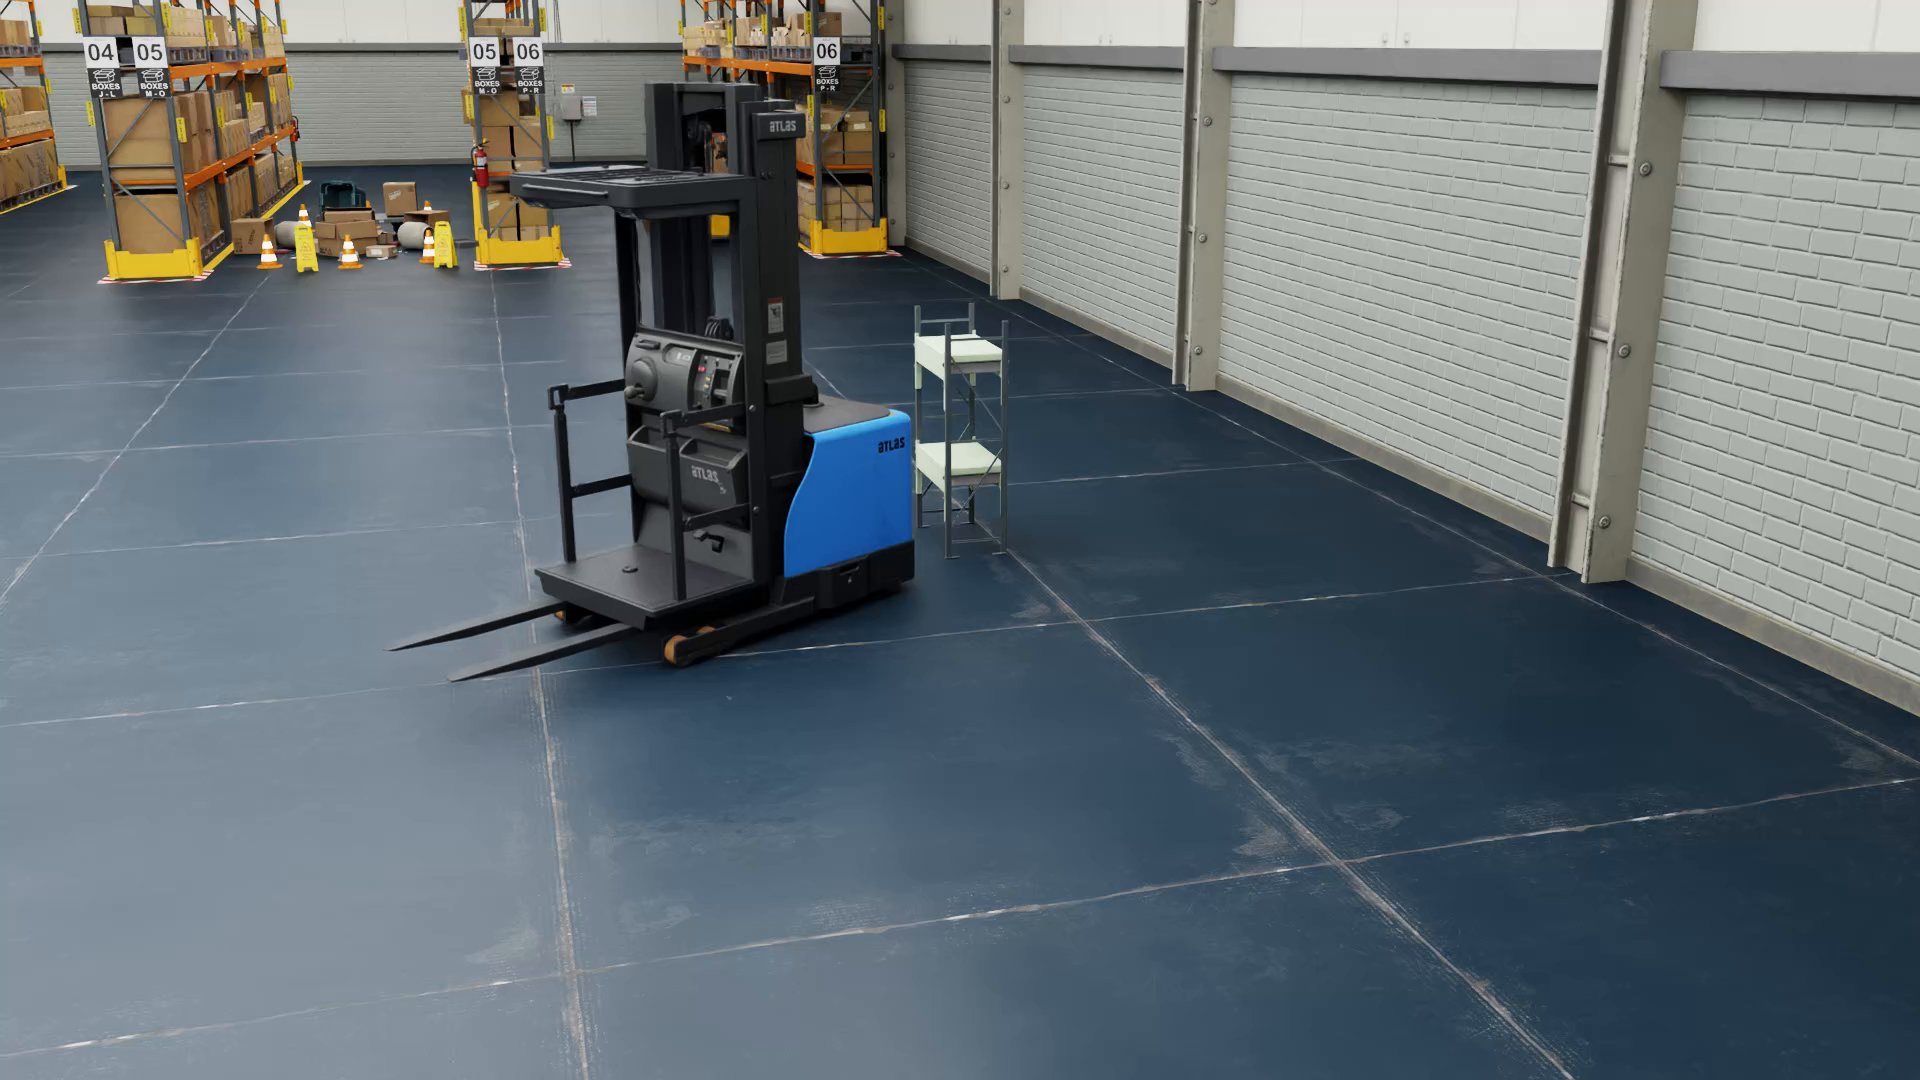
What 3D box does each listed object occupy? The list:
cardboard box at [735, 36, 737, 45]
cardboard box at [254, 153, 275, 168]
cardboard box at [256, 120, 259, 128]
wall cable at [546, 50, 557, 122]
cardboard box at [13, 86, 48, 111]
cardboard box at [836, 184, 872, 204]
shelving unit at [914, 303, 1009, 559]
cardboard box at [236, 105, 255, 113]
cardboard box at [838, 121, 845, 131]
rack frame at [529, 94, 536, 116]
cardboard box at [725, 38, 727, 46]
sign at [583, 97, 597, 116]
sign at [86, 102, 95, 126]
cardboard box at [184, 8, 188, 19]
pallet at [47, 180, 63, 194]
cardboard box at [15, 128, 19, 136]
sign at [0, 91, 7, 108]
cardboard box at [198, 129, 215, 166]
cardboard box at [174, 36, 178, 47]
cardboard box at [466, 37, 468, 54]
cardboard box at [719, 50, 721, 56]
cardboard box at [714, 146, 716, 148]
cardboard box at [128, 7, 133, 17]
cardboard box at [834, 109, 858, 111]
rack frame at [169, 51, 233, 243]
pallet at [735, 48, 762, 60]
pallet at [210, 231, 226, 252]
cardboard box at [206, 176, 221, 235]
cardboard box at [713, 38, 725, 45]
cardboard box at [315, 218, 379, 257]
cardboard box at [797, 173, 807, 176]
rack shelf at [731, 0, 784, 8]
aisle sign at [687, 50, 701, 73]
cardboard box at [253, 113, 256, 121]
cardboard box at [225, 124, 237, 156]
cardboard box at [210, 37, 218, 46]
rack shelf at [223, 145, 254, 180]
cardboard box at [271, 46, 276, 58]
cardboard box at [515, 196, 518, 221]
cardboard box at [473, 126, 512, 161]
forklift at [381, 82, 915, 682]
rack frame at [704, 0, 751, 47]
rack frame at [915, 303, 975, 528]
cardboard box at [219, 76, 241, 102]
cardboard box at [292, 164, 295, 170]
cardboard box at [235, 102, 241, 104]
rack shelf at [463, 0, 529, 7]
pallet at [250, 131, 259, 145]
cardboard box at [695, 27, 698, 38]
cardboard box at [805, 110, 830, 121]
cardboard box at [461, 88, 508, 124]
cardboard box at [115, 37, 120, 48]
[{"bbox_3d":[-4.132,-9.620,32.053,0.380,0.166,0.250,-5,17,-15],"label":"cardboard box"},{"bbox_3d":[-14.090,-7.638,33.476,0.500,0.250,0.500,-5,17,-17],"label":"cardboard box"},{"bbox_3d":[-13.877,-8.087,32.368,0.380,0.149,0.250,-4,17,-13],"label":"cardboard box"},{"bbox_3d":[-11.117,-12.146,44.408,0.588,1.984,0.122,-5,17,-15],"label":"wall cable"},{"bbox_3d":[-20.047,-9.519,35.867,0.500,0.500,0.500,-4,17,-15],"label":"cardboard box"},{"bbox_3d":[-1.687,-5.465,26.244,0.500,0.250,0.500,-5,17,-16],"label":"cardboard box"},{"bbox_3d":[0.002,-0.716,10.730,0.431,1.500,0.755,-5,17,-15],"label":"shelving unit"},{"bbox_3d":[-13.807,-8.296,32.028,0.380,0.149,0.250,-5,17,-16],"label":"cardboard box"},{"bbox_3d":[-1.710,-6.490,26.044,0.380,0.149,0.250,-5,17,-15],"label":"cardboard box"},{"bbox_3d":[-7.608,-6.667,27.934,1.000,3.000,0.127,-5,17,-15],"label":"rack frame"},{"bbox_3d":[-4.593,-10.160,33.914,0.380,0.149,0.250,-4,17,-14],"label":"cardboard box"},{"bbox_3d":[-10.000,-11.721,44.923,0.329,0.494,0.001,-5,17,-15],"label":"sign"},{"bbox_3d":[-11.766,-5.770,22.524,0.100,0.325,0.005,-5,17,-15],"label":"sign"},{"bbox_3d":[-11.515,-7.699,24.302,0.380,0.149,0.250,-4,17,-15],"label":"cardboard box"},{"bbox_3d":[-20.139,-7.652,36.061,1.003,0.211,1.213,-5,17,-15],"label":"pallet"},{"bbox_3d":[-19.242,-8.230,33.572,0.380,0.149,0.250,-4,17,-13],"label":"cardboard box"},{"bbox_3d":[-18.816,-8.659,32.689,0.100,0.325,0.005,-5,17,-15],"label":"sign"},{"bbox_3d":[-12.054,-6.068,25.679,0.875,0.550,0.550,-5,17,-15],"label":"cardboard box"},{"bbox_3d":[-11.165,-6.967,23.249,0.380,0.149,0.250,-5,17,-15],"label":"cardboard box"},{"bbox_3d":[-7.192,-7.471,25.138,0.500,0.250,0.500,-4,17,-14],"label":"cardboard box"},{"bbox_3d":[-5.418,-10.666,36.468,0.380,0.149,0.250,-5,17,-16],"label":"cardboard box"},{"bbox_3d":[-6.057,-9.209,40.004,0.797,0.503,0.637,-5,18,-17],"label":"cardboard box"},{"bbox_3d":[-12.008,-7.507,23.661,0.380,0.149,0.250,-5,17,-16],"label":"cardboard box"},{"bbox_3d":[-1.803,-6.782,26.496,0.380,0.149,0.250,-5,17,-15],"label":"cardboard box"},{"bbox_3d":[-12.339,-6.248,26.538,1.000,3.000,0.127,-5,17,-15],"label":"rack frame"},{"bbox_3d":[-3.663,-9.333,31.921,1.213,0.211,1.003,-4,17,-13],"label":"pallet"},{"bbox_3d":[-12.206,-4.696,26.218,1.003,0.211,1.213,-5,17,-15],"label":"pallet"},{"bbox_3d":[-12.234,-5.252,26.185,0.875,0.875,0.875,-4,17,-14],"label":"cardboard box"},{"bbox_3d":[-4.888,-10.302,34.352,0.380,0.149,0.250,-4,17,-14],"label":"cardboard box"},{"bbox_3d":[-9.425,-4.651,25.560,0.637,0.503,0.797,11,20,32],"label":"cardboard box"},{"bbox_3d":[-2.874,-6.123,28.433,0.500,0.250,0.500,-5,17,-15],"label":"cardboard box"},{"bbox_3d":[-3.386,-9.951,30.383,1.077,0.370,4.000,-5,17,-15],"label":"rack shelf"},{"bbox_3d":[-6.435,-11.621,39.905,0.394,0.787,0.004,-5,17,-15],"label":"aisle sign"},{"bbox_3d":[-13.812,-8.158,32.085,0.380,0.149,0.250,-4,17,-13],"label":"cardboard box"},{"bbox_3d":[-12.500,-6.741,28.004,0.500,0.500,0.500,-5,17,-16],"label":"cardboard box"},{"bbox_3d":[-12.475,-8.221,27.426,0.380,0.149,0.250,-5,17,-15],"label":"cardboard box"},{"bbox_3d":[-12.889,-6.457,28.483,1.077,0.370,4.000,-5,17,-15],"label":"rack shelf"},{"bbox_3d":[-14.682,-10.258,34.934,0.500,0.250,0.500,-4,17,-13],"label":"cardboard box"},{"bbox_3d":[-6.619,-5.200,25.795,0.500,0.500,0.500,-5,18,-17],"label":"cardboard box"},{"bbox_3d":[-6.923,-5.879,24.620,0.500,0.500,0.500,-5,17,-16],"label":"cardboard box"},{"bbox_3d":[-1.641,-0.901,8.857,1.130,2.935,3.031,15,22,41],"label":"forklift"},{"bbox_3d":[-5.035,-12.147,35.747,1.000,3.000,0.127,-5,17,-15],"label":"rack frame"},{"bbox_3d":[-0.099,-0.818,11.067,0.400,1.500,0.023,-5,17,-15],"label":"rack frame"},{"bbox_3d":[-14.927,-9.239,34.065,0.500,0.500,0.500,-5,18,-17],"label":"cardboard box"},{"bbox_3d":[-15.218,-8.422,37.484,0.380,0.149,0.250,-5,17,-17],"label":"cardboard box"},{"bbox_3d":[-14.943,-8.763,34.218,0.500,0.500,0.500,-5,17,-15],"label":"cardboard box"},{"bbox_3d":[-8.157,-9.557,29.073,1.077,0.370,4.000,-5,17,-15],"label":"rack shelf"},{"bbox_3d":[-13.737,-7.451,30.877,1.213,0.211,1.003,-5,17,-15],"label":"pallet"},{"bbox_3d":[-5.684,-11.421,37.421,0.500,0.250,0.500,-4,17,-14],"label":"cardboard box"},{"bbox_3d":[-2.234,-6.674,26.137,0.380,0.149,0.250,-4,17,-14],"label":"cardboard box"},{"bbox_3d":[-7.230,-6.628,25.373,0.700,0.500,0.500,-5,17,-16],"label":"cardboard box"},{"bbox_3d":[-11.657,-6.772,22.601,0.380,0.149,0.250,-5,17,-15],"label":"cardboard box"}]
